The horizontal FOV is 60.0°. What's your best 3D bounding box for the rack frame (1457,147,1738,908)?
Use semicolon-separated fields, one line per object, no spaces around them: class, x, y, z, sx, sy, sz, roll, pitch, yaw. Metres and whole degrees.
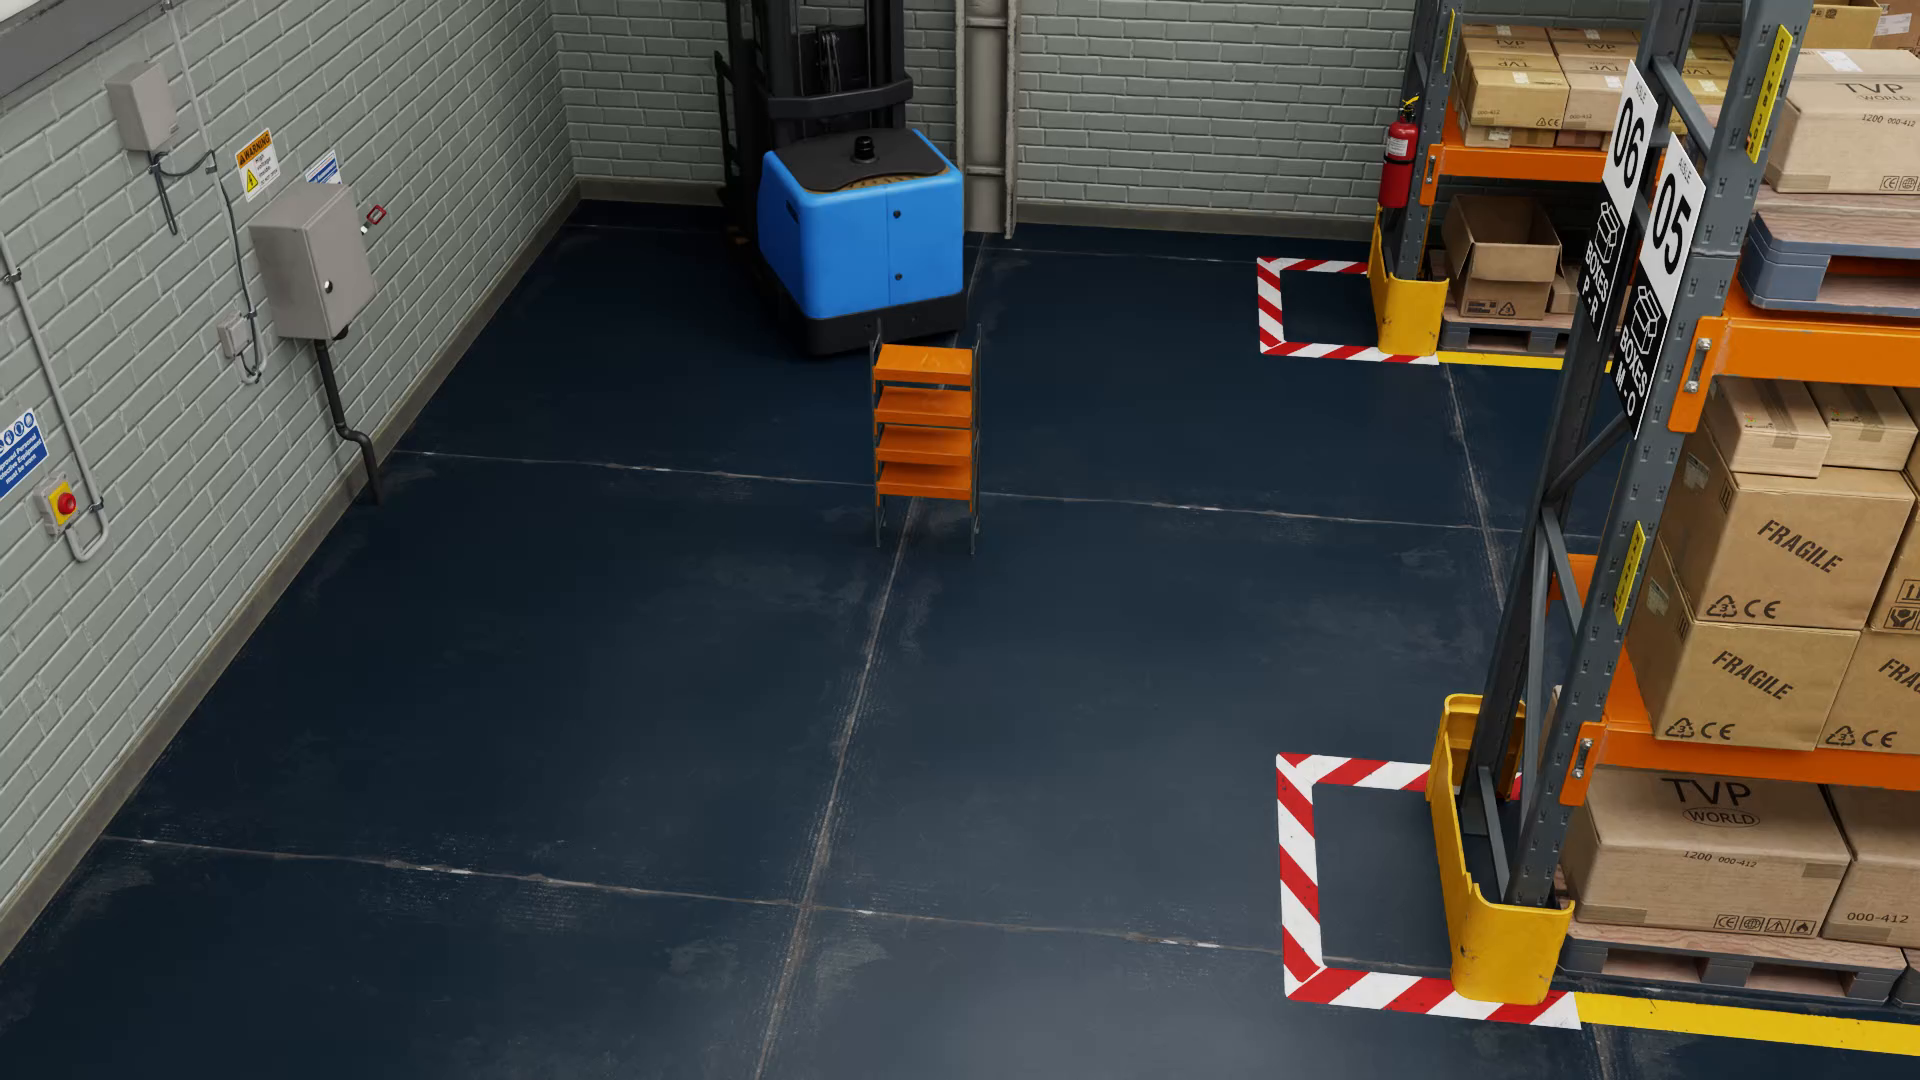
rack frame;2.115;0.167;5.791;0.127;3.000;1.000;4;36;6

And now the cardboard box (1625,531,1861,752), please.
cardboard box;2.554;0.328;5.480;0.500;0.500;0.500;4;36;6

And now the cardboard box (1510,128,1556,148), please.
cardboard box;3.292;-2.416;9.627;0.250;0.149;0.380;5;36;7

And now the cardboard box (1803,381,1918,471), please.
cardboard box;2.701;-0.380;5.053;0.250;0.149;0.380;5;36;7

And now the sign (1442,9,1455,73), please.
sign;2.674;-2.733;9.109;0.005;0.325;0.100;4;36;6

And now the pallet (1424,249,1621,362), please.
pallet;3.609;-1.494;10.519;1.213;0.211;1.003;4;36;6

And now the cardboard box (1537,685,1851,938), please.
cardboard box;2.782;1.030;6.425;0.875;0.438;0.875;3;36;4

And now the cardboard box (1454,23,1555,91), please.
cardboard box;3.233;-2.872;9.922;0.500;0.250;0.500;5;36;7

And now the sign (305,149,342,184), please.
sign;-3.211;-1.697;8.485;0.001;0.494;0.329;4;36;6

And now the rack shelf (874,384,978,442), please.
rack shelf;-0.164;-0.628;8.185;0.480;0.148;0.258;4;36;6

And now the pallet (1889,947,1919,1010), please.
pallet;4.124;1.408;6.452;1.213;0.211;1.003;4;36;6

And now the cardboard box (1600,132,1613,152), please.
cardboard box;3.800;-2.363;9.552;0.250;0.149;0.380;5;36;7

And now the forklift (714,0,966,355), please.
forklift;-0.987;-3.162;10.514;1.130;2.935;3.031;-13;38;-18

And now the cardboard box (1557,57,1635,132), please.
cardboard box;3.659;-2.527;9.439;0.500;0.250;0.500;5;36;6

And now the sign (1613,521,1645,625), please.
sign;2.038;0.102;5.069;0.005;0.325;0.100;4;36;6

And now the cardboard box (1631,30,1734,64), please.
cardboard box;4.235;-2.794;9.812;0.500;0.250;0.500;5;36;7

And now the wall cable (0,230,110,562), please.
wall cable;-3.481;-0.663;6.052;0.123;1.953;0.585;4;36;6

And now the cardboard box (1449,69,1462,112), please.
cardboard box;3.106;-2.721;10.054;0.250;0.149;0.380;4;36;5

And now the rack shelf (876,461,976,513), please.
rack shelf;-0.164;-0.284;8.430;0.480;0.148;0.258;4;36;6

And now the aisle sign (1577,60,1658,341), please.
aisle sign;2.083;-1.075;5.293;0.004;0.787;0.394;4;36;6

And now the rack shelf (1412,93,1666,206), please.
rack shelf;4.727;-2.252;9.800;4.000;0.370;1.077;4;36;6

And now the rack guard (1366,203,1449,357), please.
rack guard;2.819;-1.670;10.517;0.348;0.500;1.175;4;36;6

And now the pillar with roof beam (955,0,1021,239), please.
pillar with roof beam;-0.365;-3.373;5.587;0.400;9.000;9.100;4;36;6

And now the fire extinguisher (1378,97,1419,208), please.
fire extinguisher;2.538;-2.254;9.571;0.183;0.674;0.296;4;36;6

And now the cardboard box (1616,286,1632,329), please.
cardboard box;4.181;-1.661;10.142;0.500;0.500;0.700;6;36;8

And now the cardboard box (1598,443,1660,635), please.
cardboard box;2.627;0.010;5.925;0.500;0.500;0.500;4;36;6

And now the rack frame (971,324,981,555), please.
rack frame;0.078;-0.483;8.250;0.015;1.200;0.240;4;36;6

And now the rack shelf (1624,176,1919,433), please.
rack shelf;4.098;-0.613;4.921;4.000;0.370;1.077;4;36;6

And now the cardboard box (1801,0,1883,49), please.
cardboard box;4.647;-2.759;9.118;0.500;0.500;0.500;5;36;7

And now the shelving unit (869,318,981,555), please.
shelving unit;-0.164;-0.501;8.276;0.503;1.200;0.258;4;36;6

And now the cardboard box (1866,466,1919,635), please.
cardboard box;3.068;-0.047;5.143;0.500;0.500;0.500;3;36;5

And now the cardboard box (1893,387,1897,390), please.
cardboard box;3.145;-0.360;5.583;0.500;0.500;0.500;4;36;6

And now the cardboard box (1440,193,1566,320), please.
cardboard box;3.338;-1.748;10.262;0.637;0.503;0.797;3;36;4
